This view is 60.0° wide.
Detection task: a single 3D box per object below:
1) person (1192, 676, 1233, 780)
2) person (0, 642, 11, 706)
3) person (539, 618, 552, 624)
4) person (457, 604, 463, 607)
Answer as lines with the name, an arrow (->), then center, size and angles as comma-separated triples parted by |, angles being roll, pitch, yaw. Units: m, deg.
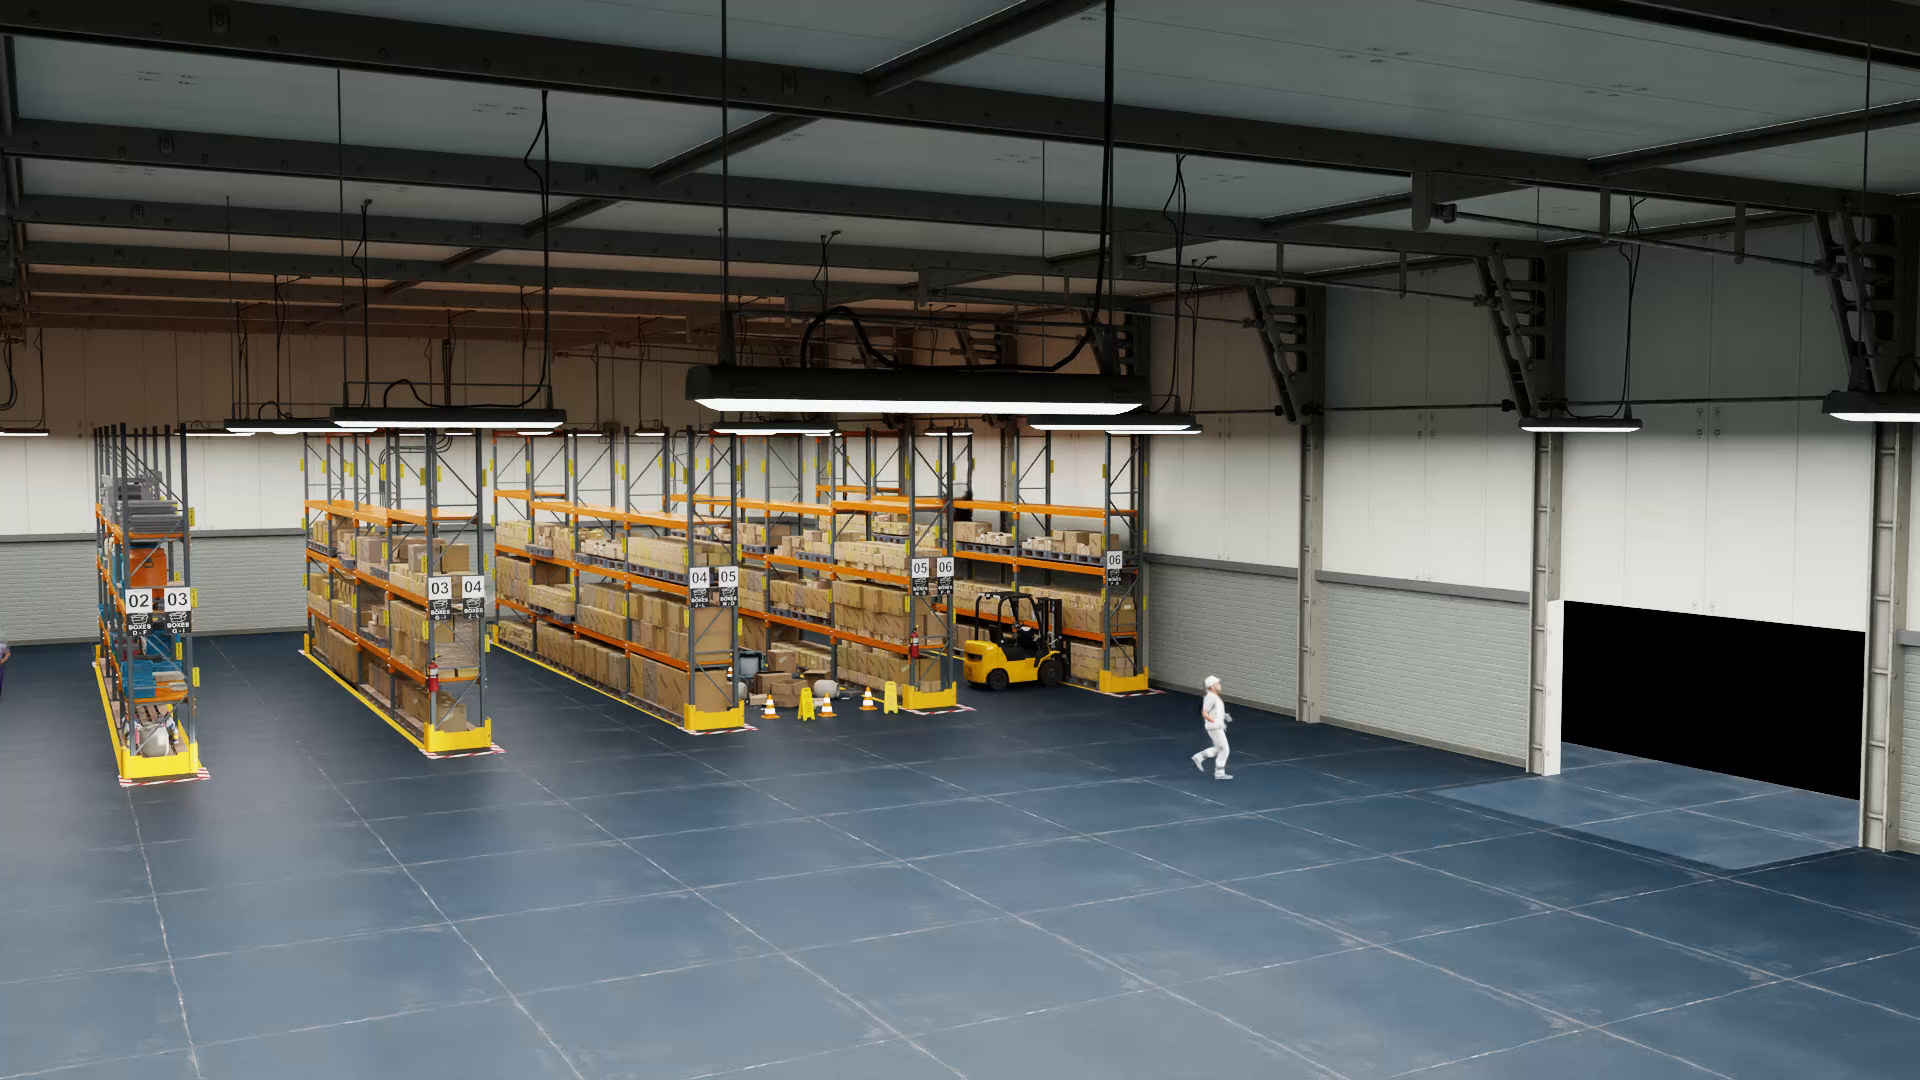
person -> 4.241, 3.158, 27.956 | 0.708, 1.743, 0.659 | 1, 4, 17
person -> -20.724, 2.768, 35.671 | 0.652, 1.612, 0.533 | -2, 4, -31
person -> -11.923, 1.976, 48.068 | 0.605, 1.698, 0.727 | 2, 4, 28
person -> -13.378, 2.162, 44.599 | 0.625, 1.713, 0.857 | -2, 4, -25
